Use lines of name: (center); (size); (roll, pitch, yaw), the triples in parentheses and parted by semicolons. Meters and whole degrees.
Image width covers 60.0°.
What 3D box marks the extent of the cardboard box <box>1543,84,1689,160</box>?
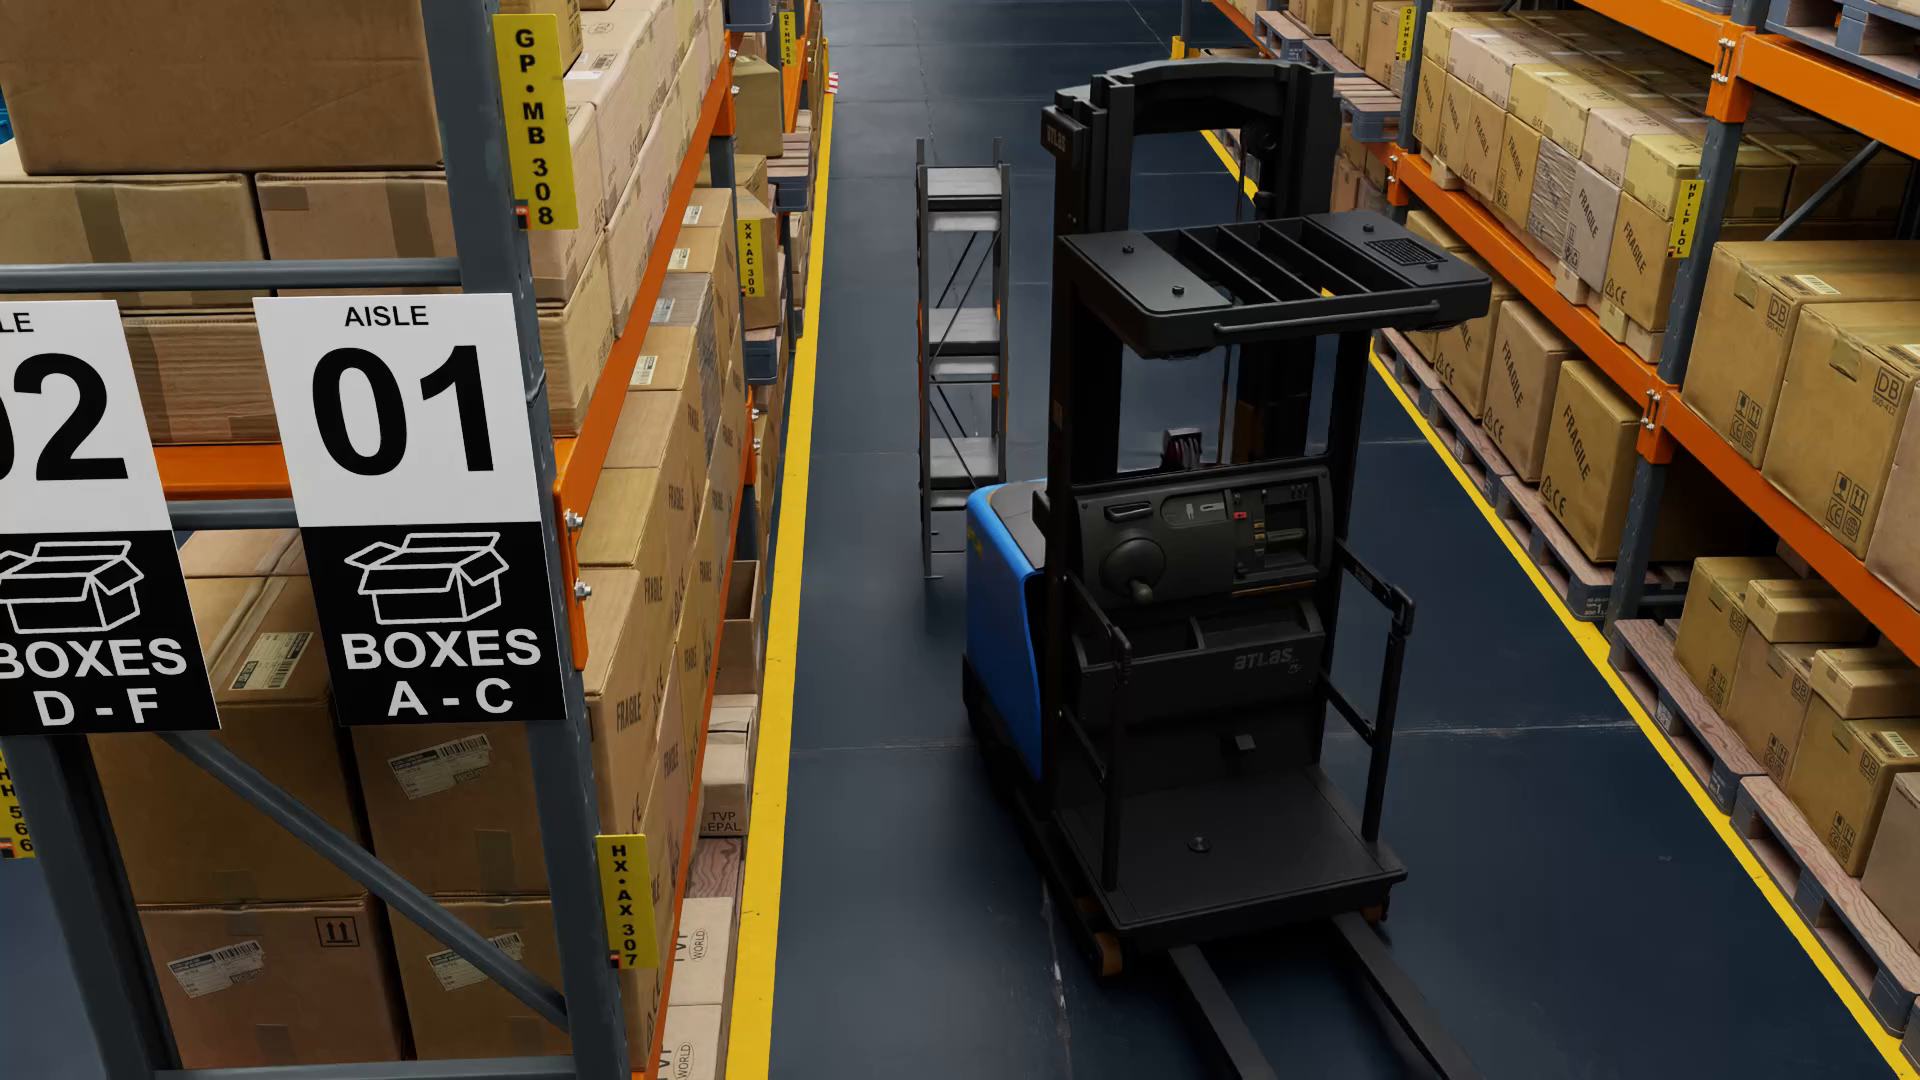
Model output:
cardboard box: (3.226, -2.067, 8.207); (0.500, 0.250, 0.500); (-1, 28, -2)

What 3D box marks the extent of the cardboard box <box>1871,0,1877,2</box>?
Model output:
cardboard box: (3.323, -2.036, 5.767); (0.500, 0.250, 0.500); (-1, 28, -3)

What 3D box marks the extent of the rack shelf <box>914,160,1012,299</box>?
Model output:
rack shelf: (0.009, -1.463, 7.800); (0.431, 0.518, 0.480); (-1, 28, -3)

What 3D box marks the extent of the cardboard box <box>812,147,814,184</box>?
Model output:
cardboard box: (-1.503, -3.224, 14.206); (0.500, 0.250, 0.500); (-2, 28, -3)

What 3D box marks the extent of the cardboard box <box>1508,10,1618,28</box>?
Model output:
cardboard box: (3.624, -3.030, 10.053); (0.500, 0.250, 0.500); (-1, 28, -1)

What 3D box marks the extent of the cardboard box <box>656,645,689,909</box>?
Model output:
cardboard box: (-0.980, 0.607, 4.235); (0.500, 0.500, 0.500); (-2, 28, -3)

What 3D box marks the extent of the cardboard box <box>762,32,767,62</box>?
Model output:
cardboard box: (-1.763, -3.887, 12.851); (0.500, 0.500, 0.500); (1, 28, 1)

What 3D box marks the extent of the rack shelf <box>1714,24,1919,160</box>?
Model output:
rack shelf: (3.654, -0.955, 4.872); (1.077, 0.370, 4.000); (-1, 28, -3)

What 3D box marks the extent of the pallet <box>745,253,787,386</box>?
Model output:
pallet: (-1.330, -1.033, 7.695); (1.003, 0.211, 1.213); (-1, 28, -3)

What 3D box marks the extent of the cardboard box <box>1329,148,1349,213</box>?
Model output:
cardboard box: (3.251, -2.836, 13.170); (0.700, 0.500, 0.500); (-1, 28, -2)

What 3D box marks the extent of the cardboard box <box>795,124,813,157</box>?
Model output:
cardboard box: (-1.474, -3.237, 13.625); (0.500, 0.311, 0.500); (-1, 28, -1)

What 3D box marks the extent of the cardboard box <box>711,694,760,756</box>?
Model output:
cardboard box: (-1.004, 0.750, 6.675); (0.380, 0.149, 0.250); (-1, 28, -3)

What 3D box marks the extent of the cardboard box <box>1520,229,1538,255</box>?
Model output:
cardboard box: (3.225, -1.625, 8.873); (0.380, 0.149, 0.250); (-1, 28, -1)

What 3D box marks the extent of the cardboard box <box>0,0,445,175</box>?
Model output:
cardboard box: (-1.231, -0.954, 2.902); (0.700, 0.500, 0.500); (-1, 28, -3)

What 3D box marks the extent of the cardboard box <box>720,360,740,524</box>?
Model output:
cardboard box: (-1.086, -0.328, 6.027); (0.500, 0.500, 0.500); (-1, 28, -1)

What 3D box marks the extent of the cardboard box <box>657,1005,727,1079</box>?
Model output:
cardboard box: (-0.959, 1.636, 4.867); (0.500, 0.250, 0.500); (-1, 28, -3)

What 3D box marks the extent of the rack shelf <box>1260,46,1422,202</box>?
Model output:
rack shelf: (3.237, -3.320, 12.649); (1.077, 0.370, 4.000); (-1, 28, -3)

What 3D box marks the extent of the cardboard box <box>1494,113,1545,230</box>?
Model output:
cardboard box: (3.189, -1.958, 8.809); (0.500, 0.500, 0.500); (-1, 28, -1)

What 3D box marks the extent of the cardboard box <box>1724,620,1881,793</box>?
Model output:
cardboard box: (3.510, 0.634, 6.539); (0.700, 0.500, 0.500); (-2, 28, -3)

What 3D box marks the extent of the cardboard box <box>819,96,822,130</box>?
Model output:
cardboard box: (-1.578, -4.092, 15.871); (0.500, 0.250, 0.500); (-1, 28, -3)

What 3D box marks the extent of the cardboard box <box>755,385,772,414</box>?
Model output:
cardboard box: (-1.231, -0.857, 8.566); (0.500, 0.250, 0.500); (-1, 28, -3)

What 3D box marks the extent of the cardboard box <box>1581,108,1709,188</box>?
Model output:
cardboard box: (3.253, -1.831, 7.755); (0.500, 0.250, 0.500); (-1, 28, -2)

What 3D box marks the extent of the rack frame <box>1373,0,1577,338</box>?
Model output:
rack frame: (3.341, -2.715, 10.712); (1.000, 3.000, 0.127); (-1, 28, -3)

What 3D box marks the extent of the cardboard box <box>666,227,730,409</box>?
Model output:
cardboard box: (-1.082, -0.770, 5.794); (0.500, 0.500, 0.500); (-2, 28, -4)

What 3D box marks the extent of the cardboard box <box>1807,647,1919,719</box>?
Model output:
cardboard box: (3.350, 0.518, 6.061); (0.380, 0.149, 0.250); (-2, 28, -4)

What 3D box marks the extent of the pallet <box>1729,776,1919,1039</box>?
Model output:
pallet: (3.578, 1.286, 6.055); (1.003, 0.211, 1.213); (-1, 28, -3)

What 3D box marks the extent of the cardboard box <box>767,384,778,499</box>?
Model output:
cardboard box: (-1.236, -0.540, 8.768); (0.500, 0.500, 0.500); (-1, 28, -2)

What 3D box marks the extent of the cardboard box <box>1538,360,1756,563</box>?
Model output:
cardboard box: (3.386, -0.398, 8.140); (0.750, 0.750, 0.750); (-1, 28, -2)

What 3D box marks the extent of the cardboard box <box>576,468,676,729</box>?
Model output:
cardboard box: (-0.983, 0.161, 4.009); (0.500, 0.500, 0.500); (-1, 28, -2)

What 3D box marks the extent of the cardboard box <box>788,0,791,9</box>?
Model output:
cardboard box: (-1.878, -4.934, 14.857); (0.700, 0.500, 0.500); (-2, 28, -3)

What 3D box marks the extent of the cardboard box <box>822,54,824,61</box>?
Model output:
cardboard box: (-1.700, -5.015, 17.641); (0.500, 0.250, 0.500); (-1, 28, -3)

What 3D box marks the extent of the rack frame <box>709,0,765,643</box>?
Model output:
rack frame: (-1.397, -0.747, 6.938); (1.000, 3.000, 0.127); (-1, 28, -3)

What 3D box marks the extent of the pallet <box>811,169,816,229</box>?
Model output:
pallet: (-1.737, -2.865, 14.016); (1.003, 0.211, 1.213); (-1, 28, -3)

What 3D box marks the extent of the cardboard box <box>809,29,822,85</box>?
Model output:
cardboard box: (-1.607, -4.655, 16.140); (0.500, 0.500, 0.500); (-1, 28, -3)

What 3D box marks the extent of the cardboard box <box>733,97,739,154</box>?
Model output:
cardboard box: (-1.603, -2.109, 8.988); (0.700, 0.500, 0.500); (4, 28, 7)

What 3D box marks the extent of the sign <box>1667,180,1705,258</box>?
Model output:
sign: (3.009, -1.329, 6.887); (0.100, 0.325, 0.005); (-1, 28, -3)

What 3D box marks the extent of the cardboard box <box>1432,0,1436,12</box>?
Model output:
cardboard box: (3.262, -3.549, 11.026); (0.380, 0.149, 0.250); (-6, 28, -11)

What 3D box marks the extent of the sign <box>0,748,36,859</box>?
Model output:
sign: (-1.743, 0.451, 3.047); (0.100, 0.325, 0.005); (-1, 28, -3)

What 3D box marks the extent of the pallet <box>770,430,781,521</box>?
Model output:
pallet: (-1.544, -0.450, 9.384); (1.003, 0.211, 1.213); (-1, 28, -3)

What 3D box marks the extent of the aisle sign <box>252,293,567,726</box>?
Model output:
aisle sign: (-0.891, -0.028, 2.748); (0.394, 0.787, 0.004); (-1, 28, -3)

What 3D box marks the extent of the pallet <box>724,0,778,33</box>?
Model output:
pallet: (-1.361, -2.296, 6.868); (1.213, 0.211, 1.003); (-1, 28, -3)

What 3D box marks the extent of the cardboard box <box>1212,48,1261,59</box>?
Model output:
cardboard box: (2.888, -4.571, 16.499); (0.700, 0.500, 0.500); (-3, 28, -6)

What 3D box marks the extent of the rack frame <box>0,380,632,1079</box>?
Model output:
rack frame: (-1.188, 1.101, 3.396); (1.000, 3.000, 0.127); (-1, 28, -3)

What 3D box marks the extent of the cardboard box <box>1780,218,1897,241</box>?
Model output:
cardboard box: (3.778, -1.271, 7.493); (0.500, 0.500, 0.500); (-2, 28, -4)

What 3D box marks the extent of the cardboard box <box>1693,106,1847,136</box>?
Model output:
cardboard box: (3.752, -1.846, 7.783); (0.500, 0.250, 0.500); (-1, 28, -2)

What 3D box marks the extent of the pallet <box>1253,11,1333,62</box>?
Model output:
pallet: (3.027, -4.121, 13.615); (1.003, 0.211, 1.213); (-1, 28, -3)

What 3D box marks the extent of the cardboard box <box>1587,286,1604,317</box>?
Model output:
cardboard box: (3.244, -1.151, 7.964); (0.380, 0.149, 0.250); (-1, 28, -1)

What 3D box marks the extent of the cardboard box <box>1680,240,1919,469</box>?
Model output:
cardboard box: (3.562, -0.750, 6.620); (0.980, 0.700, 0.700); (-1, 28, -2)

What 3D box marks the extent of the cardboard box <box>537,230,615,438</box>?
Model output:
cardboard box: (-0.961, -0.406, 3.204); (0.500, 0.250, 0.500); (-1, 28, -3)

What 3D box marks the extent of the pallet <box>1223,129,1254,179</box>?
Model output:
pallet: (3.062, -3.635, 15.492); (1.003, 0.211, 1.213); (-1, 28, -3)

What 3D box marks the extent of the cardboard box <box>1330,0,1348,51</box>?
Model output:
cardboard box: (3.212, -4.004, 12.600); (0.700, 0.500, 0.500); (2, 28, 4)

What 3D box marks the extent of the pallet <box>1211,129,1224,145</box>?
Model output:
pallet: (2.995, -4.200, 16.575); (1.003, 0.211, 1.213); (-1, 28, -3)

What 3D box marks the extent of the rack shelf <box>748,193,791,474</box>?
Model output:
rack shelf: (-1.501, -1.351, 8.875); (1.077, 0.370, 4.000); (-1, 28, -3)

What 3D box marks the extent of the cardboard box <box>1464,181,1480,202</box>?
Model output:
cardboard box: (3.197, -2.101, 9.784); (0.380, 0.149, 0.250); (-2, 28, -3)

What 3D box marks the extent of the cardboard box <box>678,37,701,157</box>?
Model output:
cardboard box: (-1.056, -1.330, 4.975); (0.500, 0.250, 0.500); (-1, 28, -3)

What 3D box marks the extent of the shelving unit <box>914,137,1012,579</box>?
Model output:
shelving unit: (0.009, -0.855, 8.118); (0.431, 2.100, 0.503); (-1, 28, -3)

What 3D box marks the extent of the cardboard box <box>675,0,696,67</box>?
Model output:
cardboard box: (-1.054, -1.552, 4.859); (0.500, 0.250, 0.500); (-1, 28, -3)

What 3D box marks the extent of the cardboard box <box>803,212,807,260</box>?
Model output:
cardboard box: (-1.400, -2.282, 12.401); (0.500, 0.250, 0.500); (-2, 28, -4)

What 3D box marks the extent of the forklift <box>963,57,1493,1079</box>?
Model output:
forklift: (0.910, 0.028, 5.527); (1.130, 2.935, 3.031); (-8, 28, -14)

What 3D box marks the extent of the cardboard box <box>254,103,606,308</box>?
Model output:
cardboard box: (-0.955, -0.628, 3.088); (0.500, 0.250, 0.500); (-1, 28, -3)
